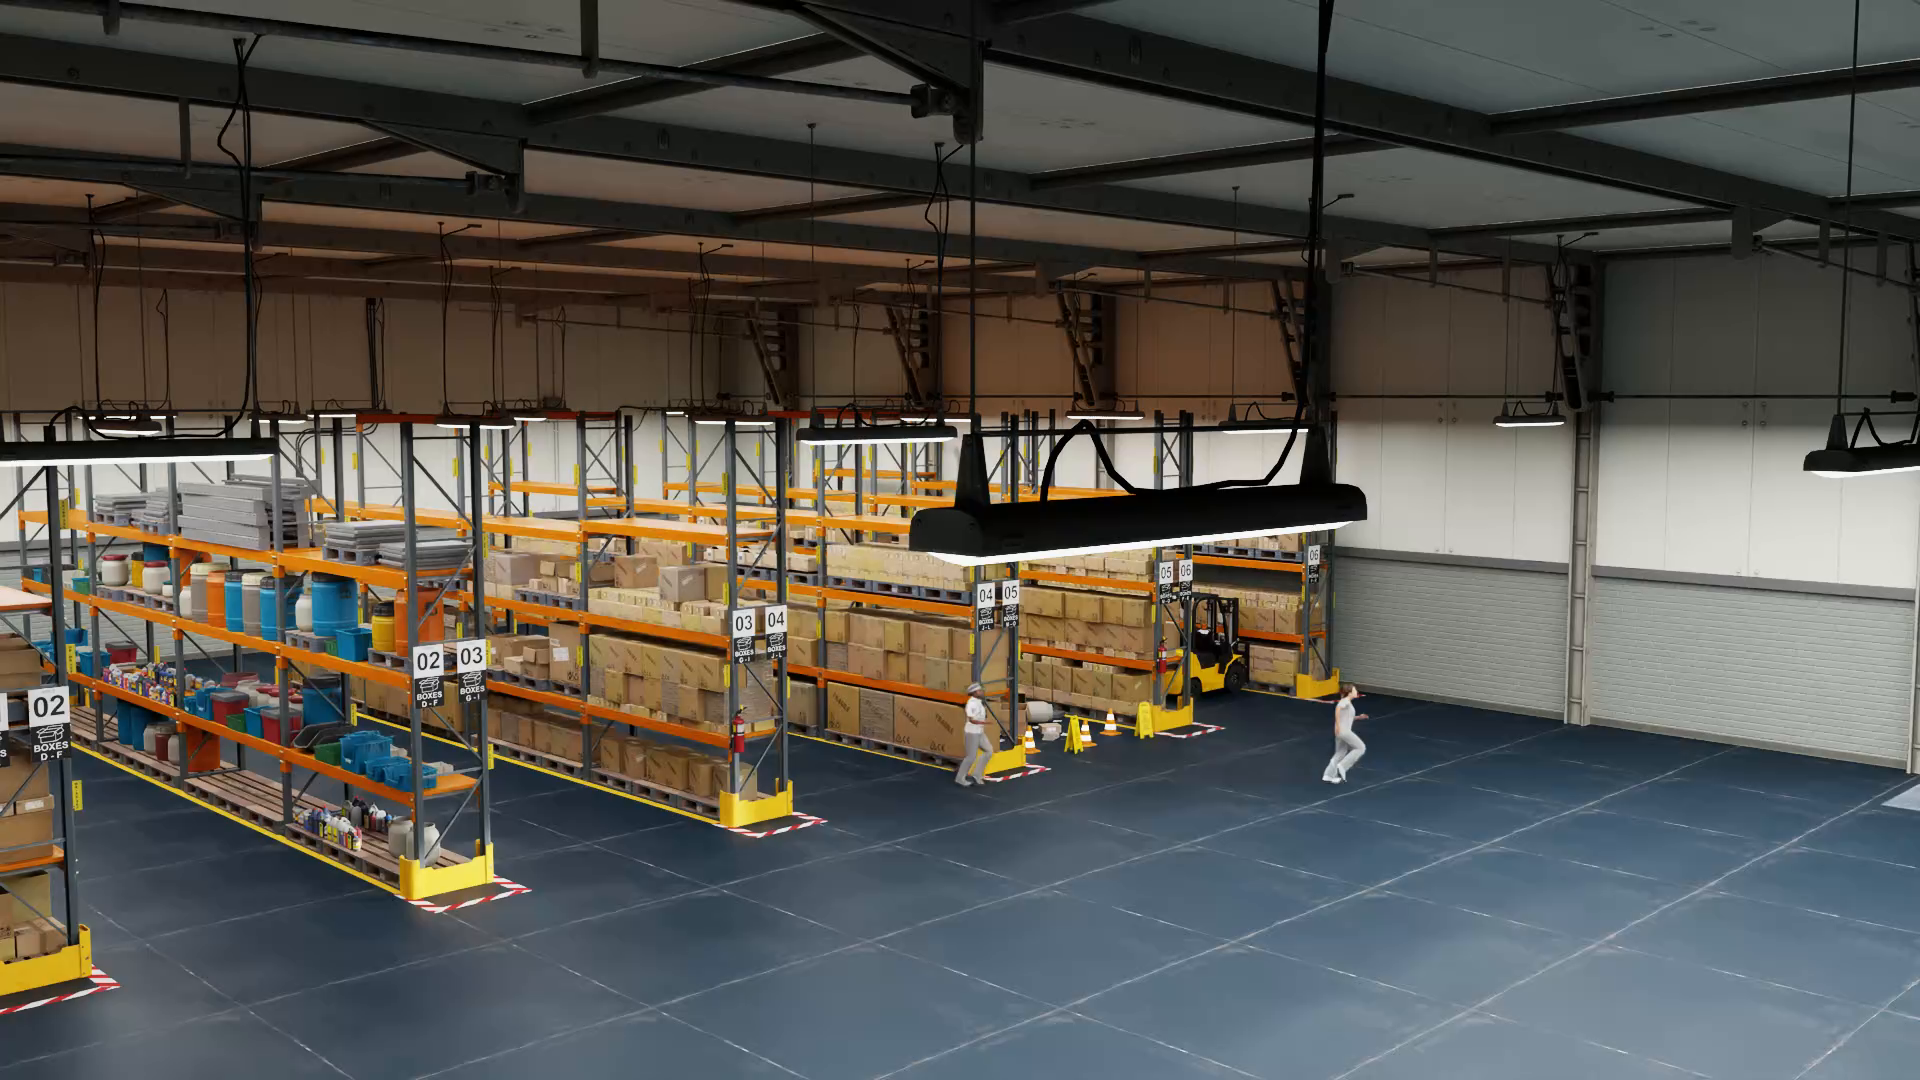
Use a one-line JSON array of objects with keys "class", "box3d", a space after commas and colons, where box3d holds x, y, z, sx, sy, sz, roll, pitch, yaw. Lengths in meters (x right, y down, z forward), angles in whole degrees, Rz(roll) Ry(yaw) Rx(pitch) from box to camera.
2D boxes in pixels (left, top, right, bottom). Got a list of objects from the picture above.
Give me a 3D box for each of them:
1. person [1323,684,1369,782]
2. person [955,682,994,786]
[{"class": "person", "box3d": [6.289, 3.150, 27.090, 0.742, 1.616, 0.598, 0, 5, 5]}, {"class": "person", "box3d": [0.261, 3.155, 26.997, 0.642, 1.727, 0.577, 1, 5, 15]}]
